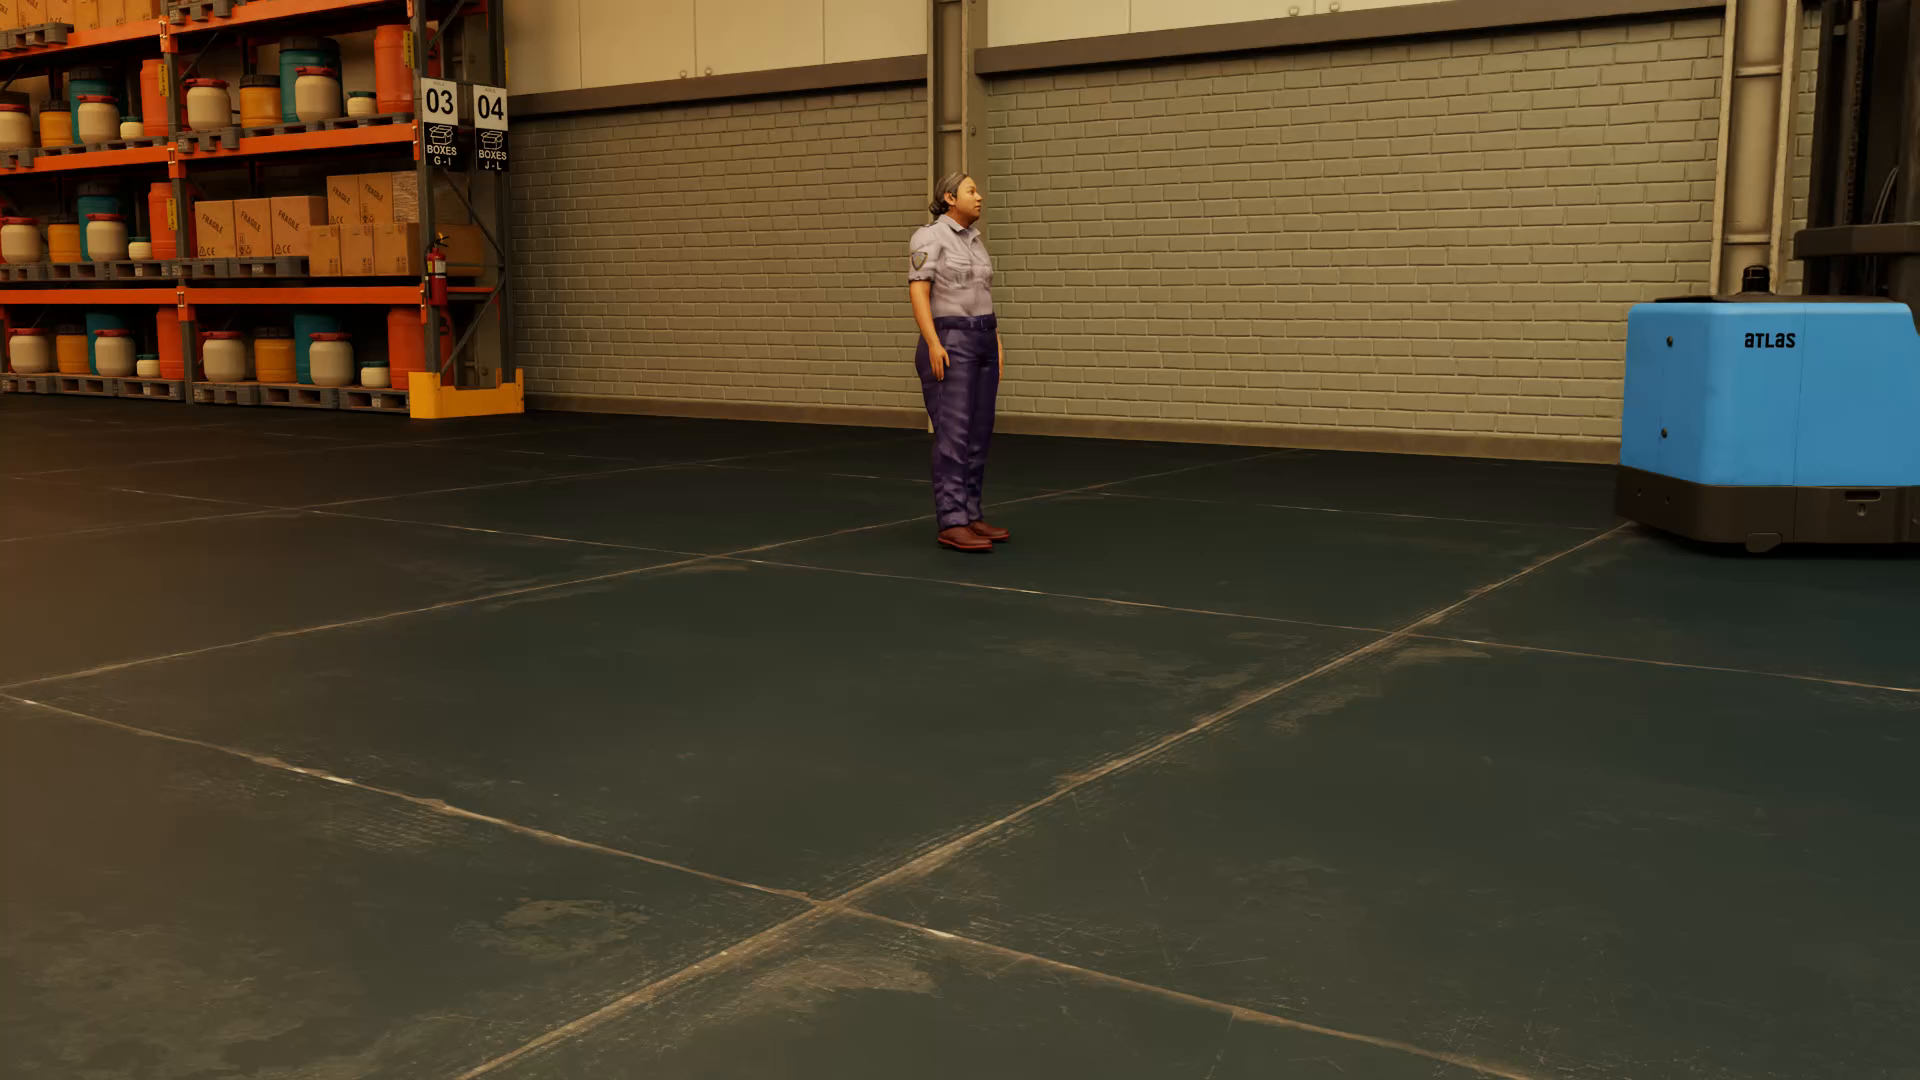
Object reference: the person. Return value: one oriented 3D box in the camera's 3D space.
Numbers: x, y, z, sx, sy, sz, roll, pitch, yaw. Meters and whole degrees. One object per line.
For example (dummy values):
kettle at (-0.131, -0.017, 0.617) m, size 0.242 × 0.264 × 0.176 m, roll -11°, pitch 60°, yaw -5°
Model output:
person at (0.061, -0.814, 7.418) m, size 0.503 × 1.651 × 0.598 m, roll 5°, pitch 10°, yaw 34°

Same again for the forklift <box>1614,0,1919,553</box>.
forklift at (4.644, -1.442, 7.332) m, size 3.031 × 2.935 × 1.130 m, roll 0°, pitch 8°, yaw 0°
